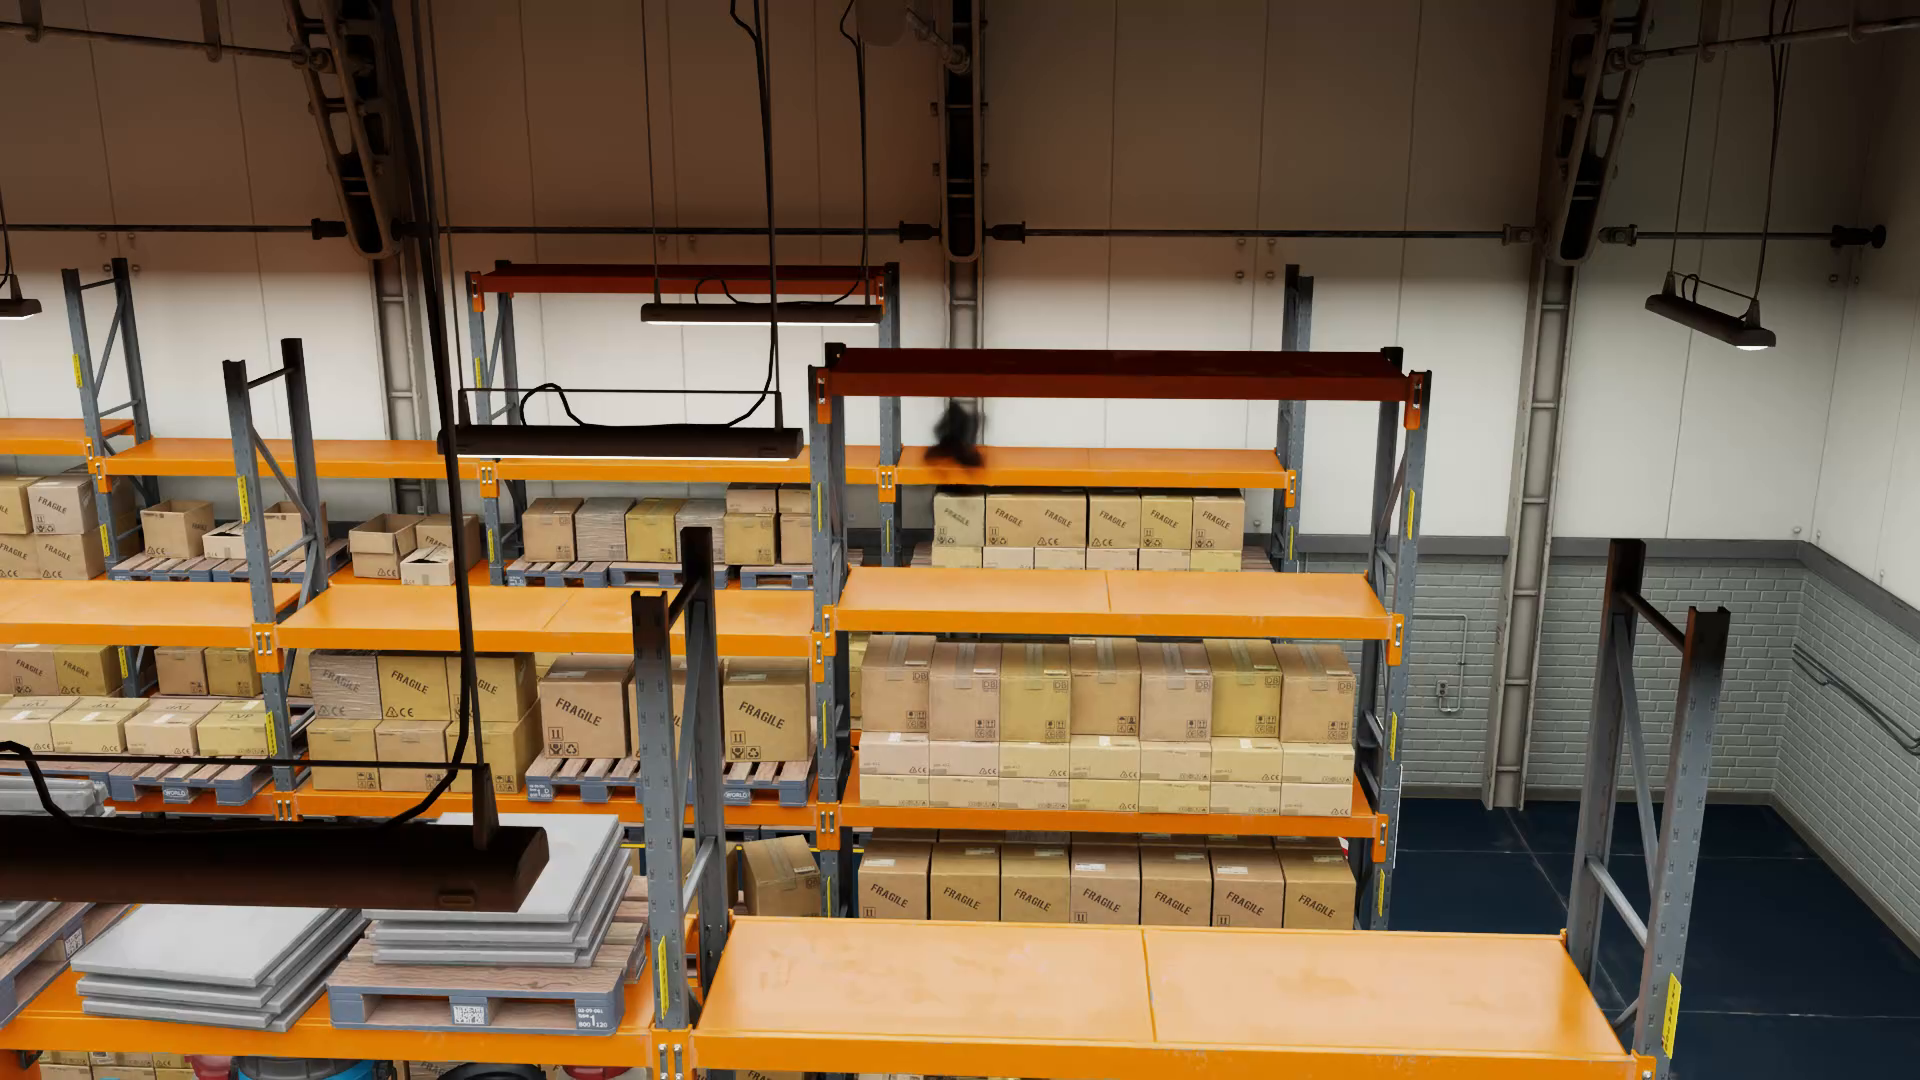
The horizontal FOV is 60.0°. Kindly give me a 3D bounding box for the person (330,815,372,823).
[{"bbox_3d":[-5.166,3.140,14.786,1.013,1.735,0.657,2,16,5],"label":"person"}]
